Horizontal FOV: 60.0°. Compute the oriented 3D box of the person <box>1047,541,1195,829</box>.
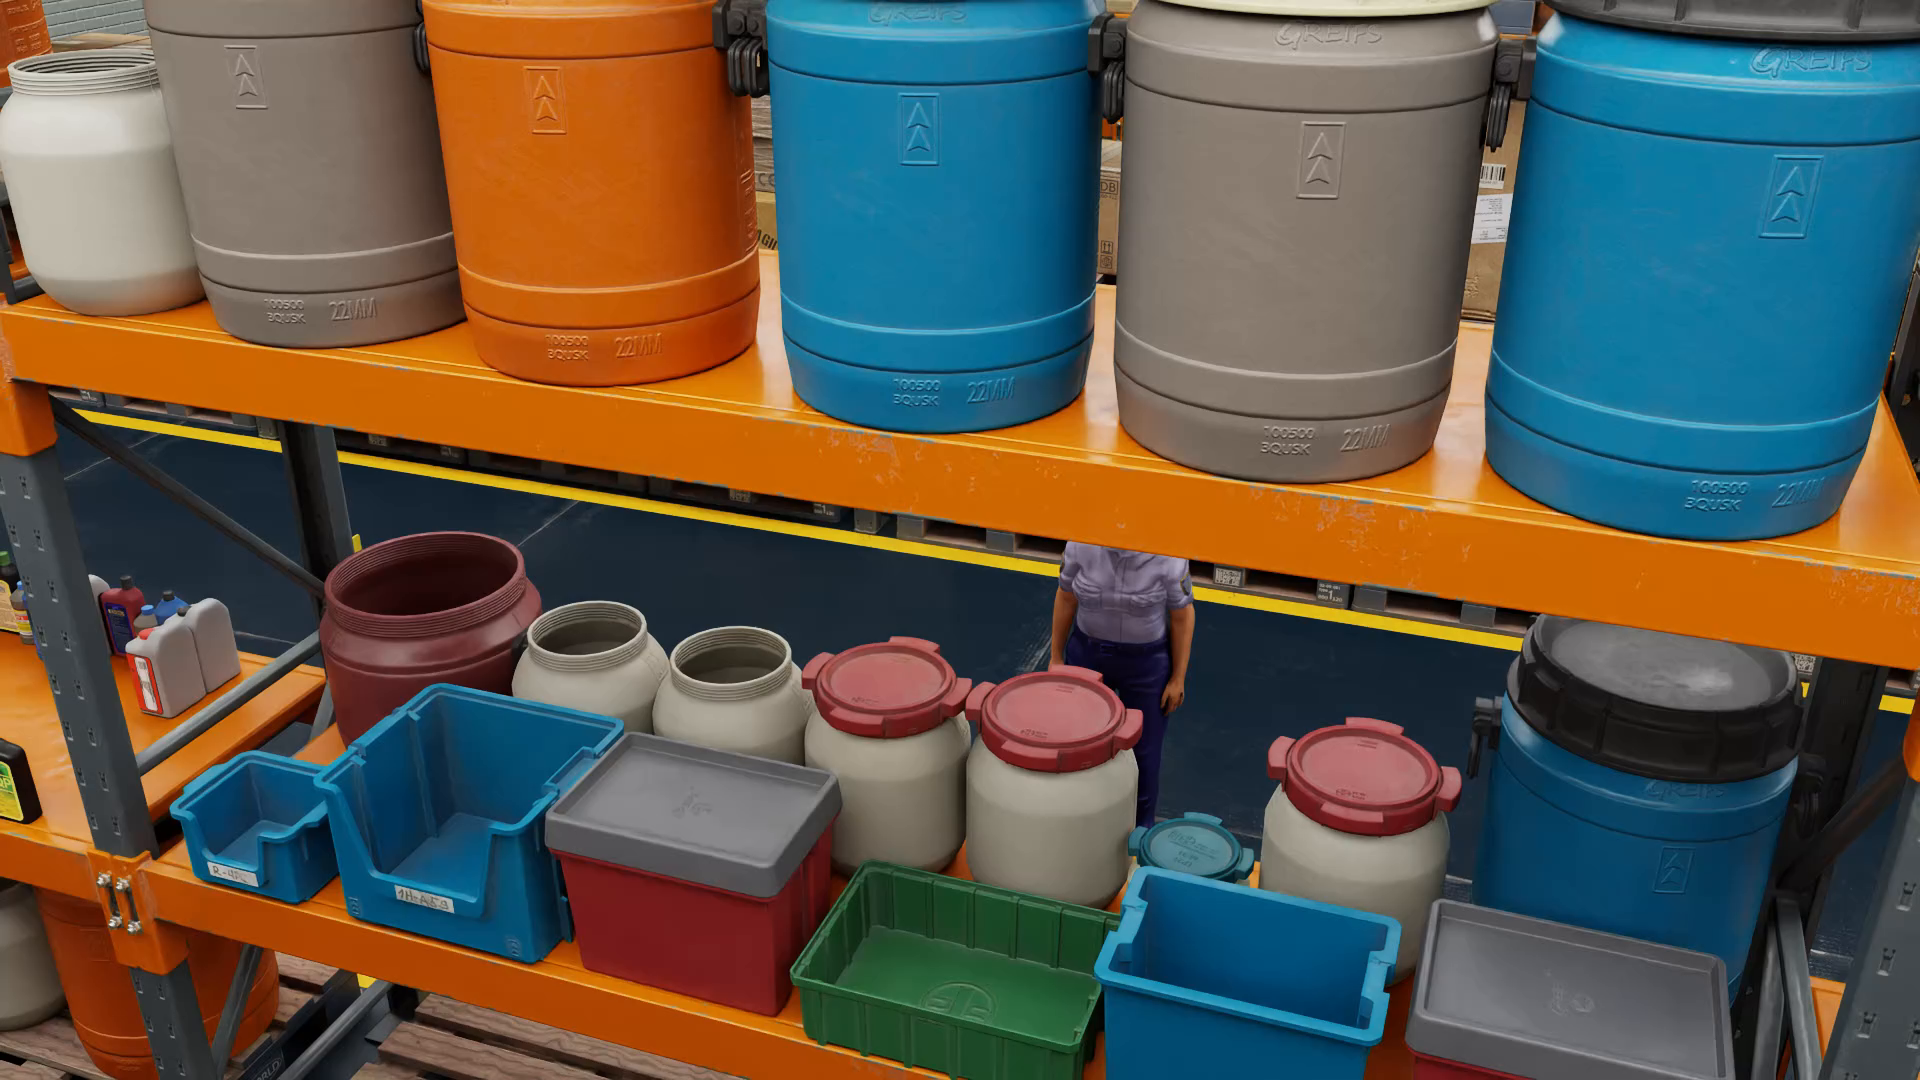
[{"bbox_3d":[0.573,0.484,6.122,0.538,1.652,0.413,9,27,18],"label":"person"}]
